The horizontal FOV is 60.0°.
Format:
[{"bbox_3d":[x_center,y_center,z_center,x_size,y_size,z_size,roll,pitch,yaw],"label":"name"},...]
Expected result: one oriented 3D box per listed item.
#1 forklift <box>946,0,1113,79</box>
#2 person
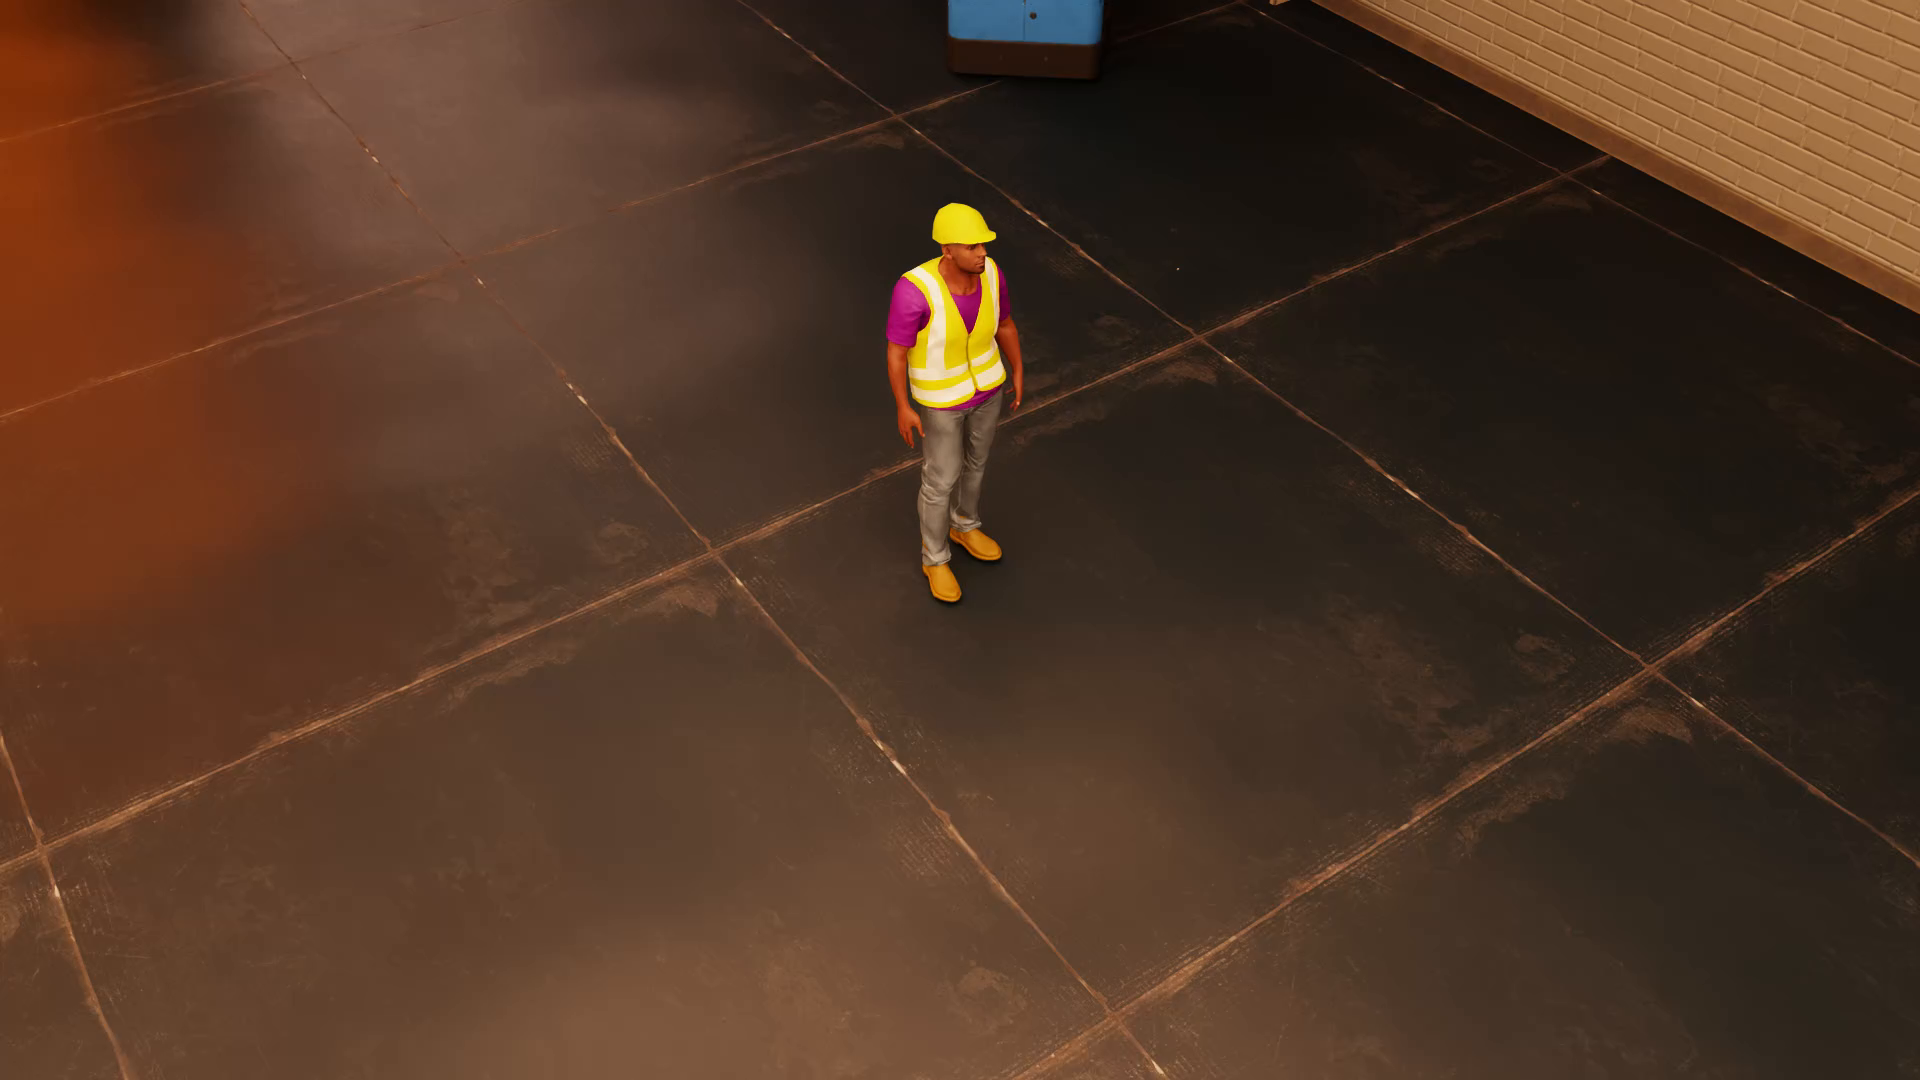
[{"bbox_3d":[0.575,-5.154,11.308,1.130,2.935,3.031,4,43,4],"label":"forklift"},{"bbox_3d":[0.034,-0.614,7.230,0.665,1.765,0.577,-25,48,-25],"label":"person"}]
